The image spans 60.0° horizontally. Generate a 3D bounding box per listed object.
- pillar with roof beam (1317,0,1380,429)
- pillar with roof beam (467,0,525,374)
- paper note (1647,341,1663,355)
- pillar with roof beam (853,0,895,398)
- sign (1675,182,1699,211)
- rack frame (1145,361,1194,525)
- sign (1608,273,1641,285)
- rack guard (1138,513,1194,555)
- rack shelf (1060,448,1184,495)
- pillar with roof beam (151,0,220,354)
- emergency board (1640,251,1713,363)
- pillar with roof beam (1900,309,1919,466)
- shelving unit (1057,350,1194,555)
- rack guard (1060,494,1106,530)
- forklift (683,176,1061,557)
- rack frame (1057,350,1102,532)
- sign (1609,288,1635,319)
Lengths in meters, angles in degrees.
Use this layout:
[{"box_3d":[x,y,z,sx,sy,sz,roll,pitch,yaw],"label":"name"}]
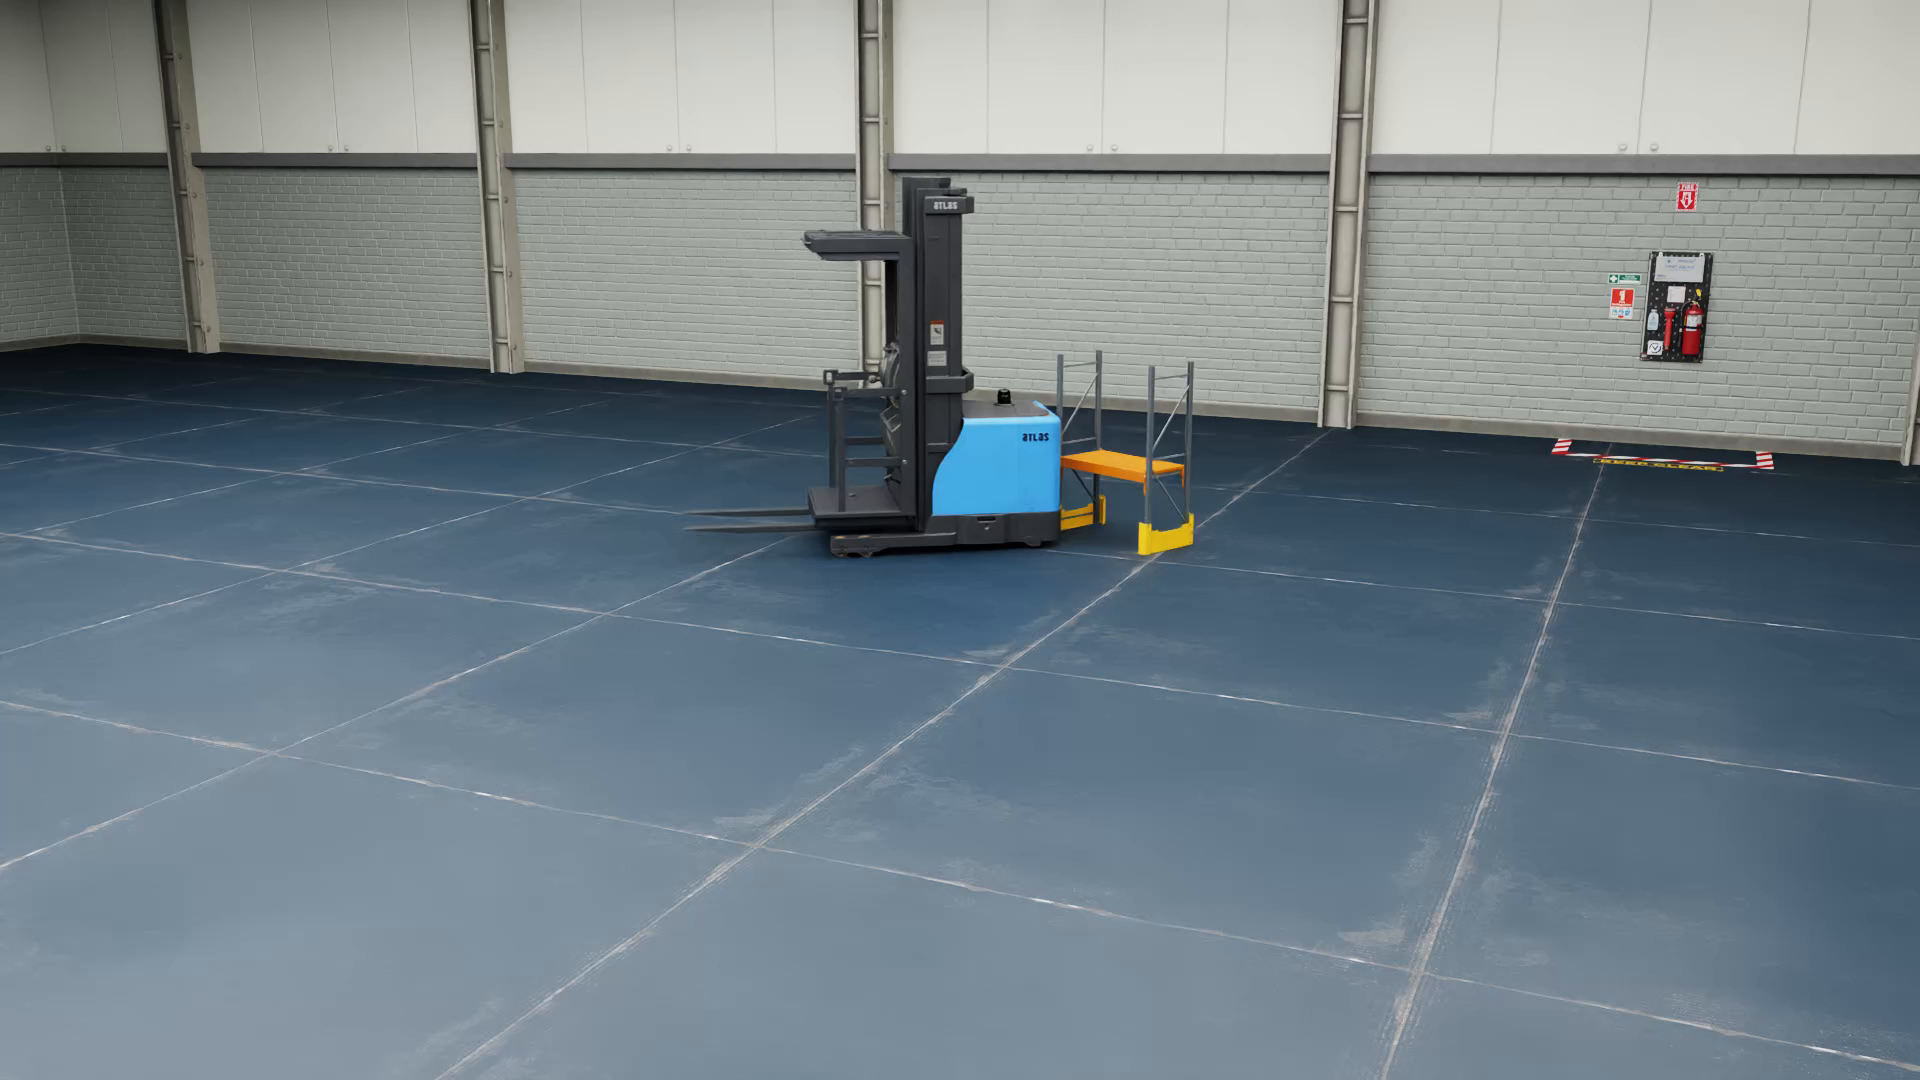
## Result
[{"box_3d":[2.662,-4.816,14.582,0.400,9.000,9.100,6,14,23],"label":"pillar with roof beam"},{"box_3d":[-8.310,-5.927,19.314,0.400,9.000,9.100,6,14,23],"label":"pillar with roof beam"},{"box_3d":[7.514,-2.078,17.974,0.142,0.148,0.016,6,14,23],"label":"paper note"},{"box_3d":[-2.824,-5.372,16.948,0.400,9.000,9.100,6,14,23],"label":"pillar with roof beam"},{"box_3d":[7.681,-3.626,17.569,0.199,0.298,0.001,6,14,23],"label":"sign"},{"box_3d":[1.668,-0.659,13.281,0.500,1.500,0.032,-11,17,-40],"label":"rack frame"},{"box_3d":[7.184,-2.822,17.978,0.331,0.109,0.001,6,14,23],"label":"sign"},{"box_3d":[1.667,-0.051,13.425,0.587,0.250,0.087,-11,17,-40],"label":"rack guard"},{"box_3d":[1.334,-0.572,13.695,0.538,0.185,1.000,-11,17,-40],"label":"rack shelf"},{"box_3d":[-13.795,-6.482,21.680,0.400,9.000,9.100,6,14,23],"label":"pillar with roof beam"},{"box_3d":[7.648,-2.476,17.742,0.643,1.169,0.194,6,14,23],"label":"emergency board"},{"box_3d":[8.148,-4.261,12.216,0.400,9.000,9.100,6,14,23],"label":"pillar with roof beam"},{"box_3d":[1.340,-0.745,13.648,0.587,1.500,1.083,-11,17,-40],"label":"shelving unit"},{"box_3d":[1.013,-0.222,14.156,0.587,0.250,0.087,-11,17,-40],"label":"rack guard"},{"box_3d":[-0.742,-1.421,13.394,3.031,2.935,1.130,-2,13,-8],"label":"forklift"},{"box_3d":[1.000,-0.834,14.027,0.500,1.500,0.032,-11,17,-40],"label":"rack frame"},{"box_3d":[7.184,-2.566,18.048,0.234,0.329,0.001,6,14,23],"label":"sign"}]
